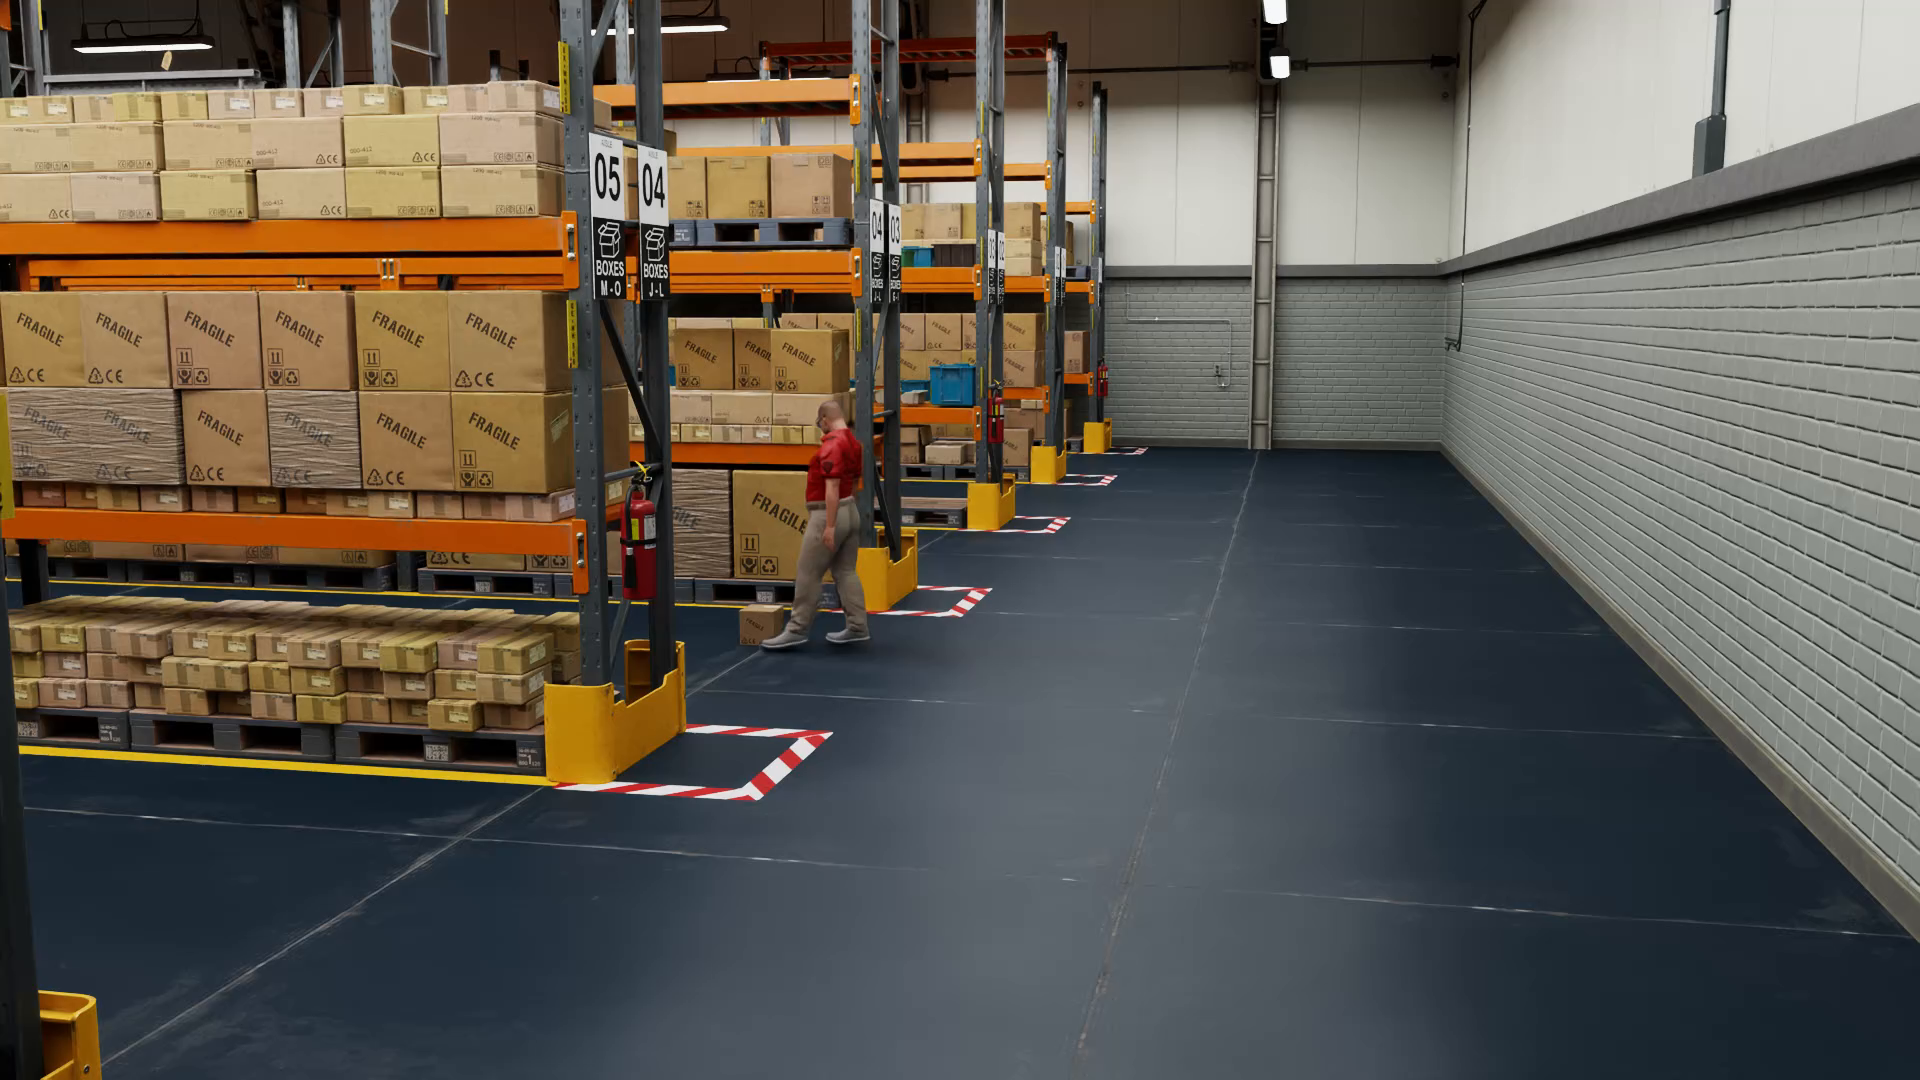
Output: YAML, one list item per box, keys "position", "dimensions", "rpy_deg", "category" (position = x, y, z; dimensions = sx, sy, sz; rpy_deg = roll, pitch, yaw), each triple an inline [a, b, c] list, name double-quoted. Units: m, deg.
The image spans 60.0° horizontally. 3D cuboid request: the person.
- position: [-0.987, -0.117, 11.610]
  dimensions: [0.679, 1.709, 0.581]
  rpy_deg: [3, 8, 18]
  category: "person"
